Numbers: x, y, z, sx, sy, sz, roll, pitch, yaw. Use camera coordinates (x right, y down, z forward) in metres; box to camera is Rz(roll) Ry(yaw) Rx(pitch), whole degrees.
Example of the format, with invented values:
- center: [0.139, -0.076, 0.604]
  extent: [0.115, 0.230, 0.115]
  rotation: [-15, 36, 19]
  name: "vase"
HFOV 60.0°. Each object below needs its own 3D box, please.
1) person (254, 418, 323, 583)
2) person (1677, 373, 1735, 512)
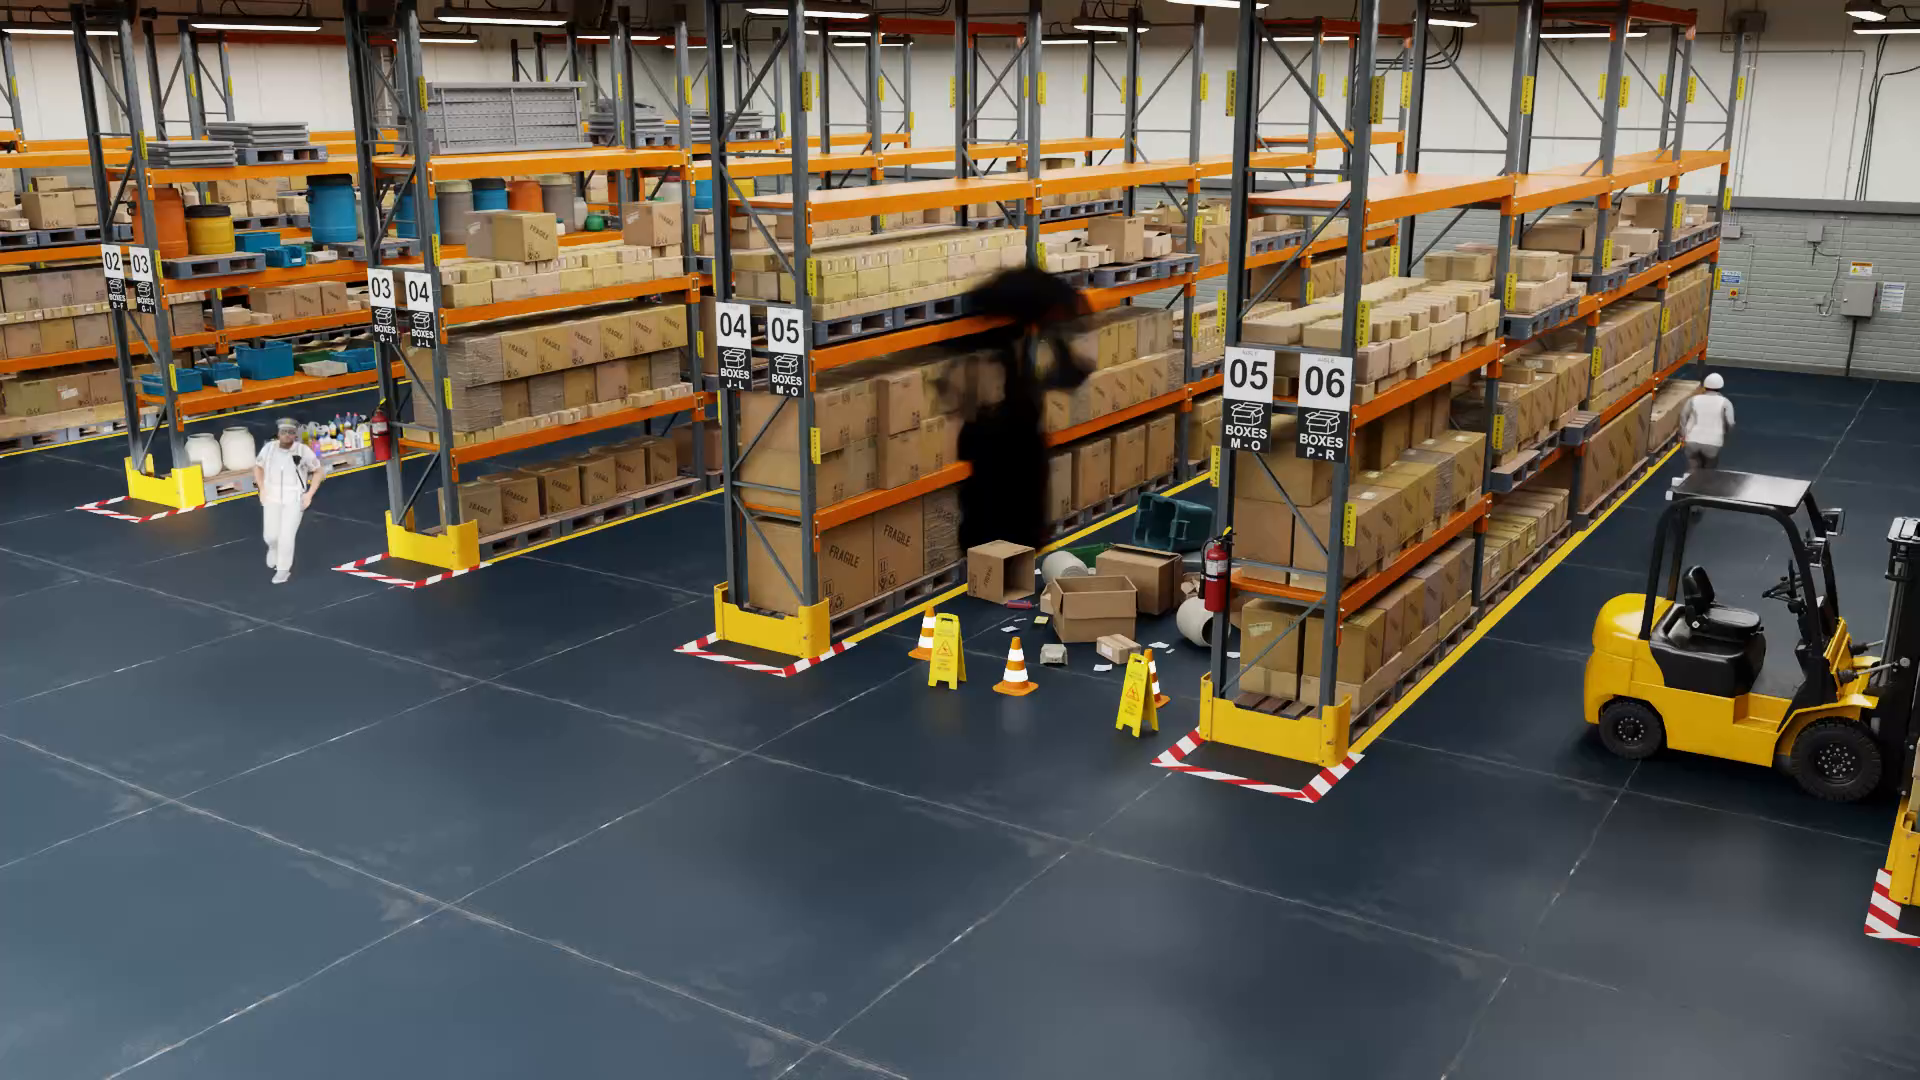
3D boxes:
- center: [-7.122, -0.465, 17.681]
  extent: [0.709, 1.735, 0.644]
  rotation: [-3, 16, -12]
  name: "person"
- center: [8.988, -1.135, 20.152]
  extent: [0.636, 1.721, 0.848]
  rotation: [12, 20, 37]
  name: "person"
